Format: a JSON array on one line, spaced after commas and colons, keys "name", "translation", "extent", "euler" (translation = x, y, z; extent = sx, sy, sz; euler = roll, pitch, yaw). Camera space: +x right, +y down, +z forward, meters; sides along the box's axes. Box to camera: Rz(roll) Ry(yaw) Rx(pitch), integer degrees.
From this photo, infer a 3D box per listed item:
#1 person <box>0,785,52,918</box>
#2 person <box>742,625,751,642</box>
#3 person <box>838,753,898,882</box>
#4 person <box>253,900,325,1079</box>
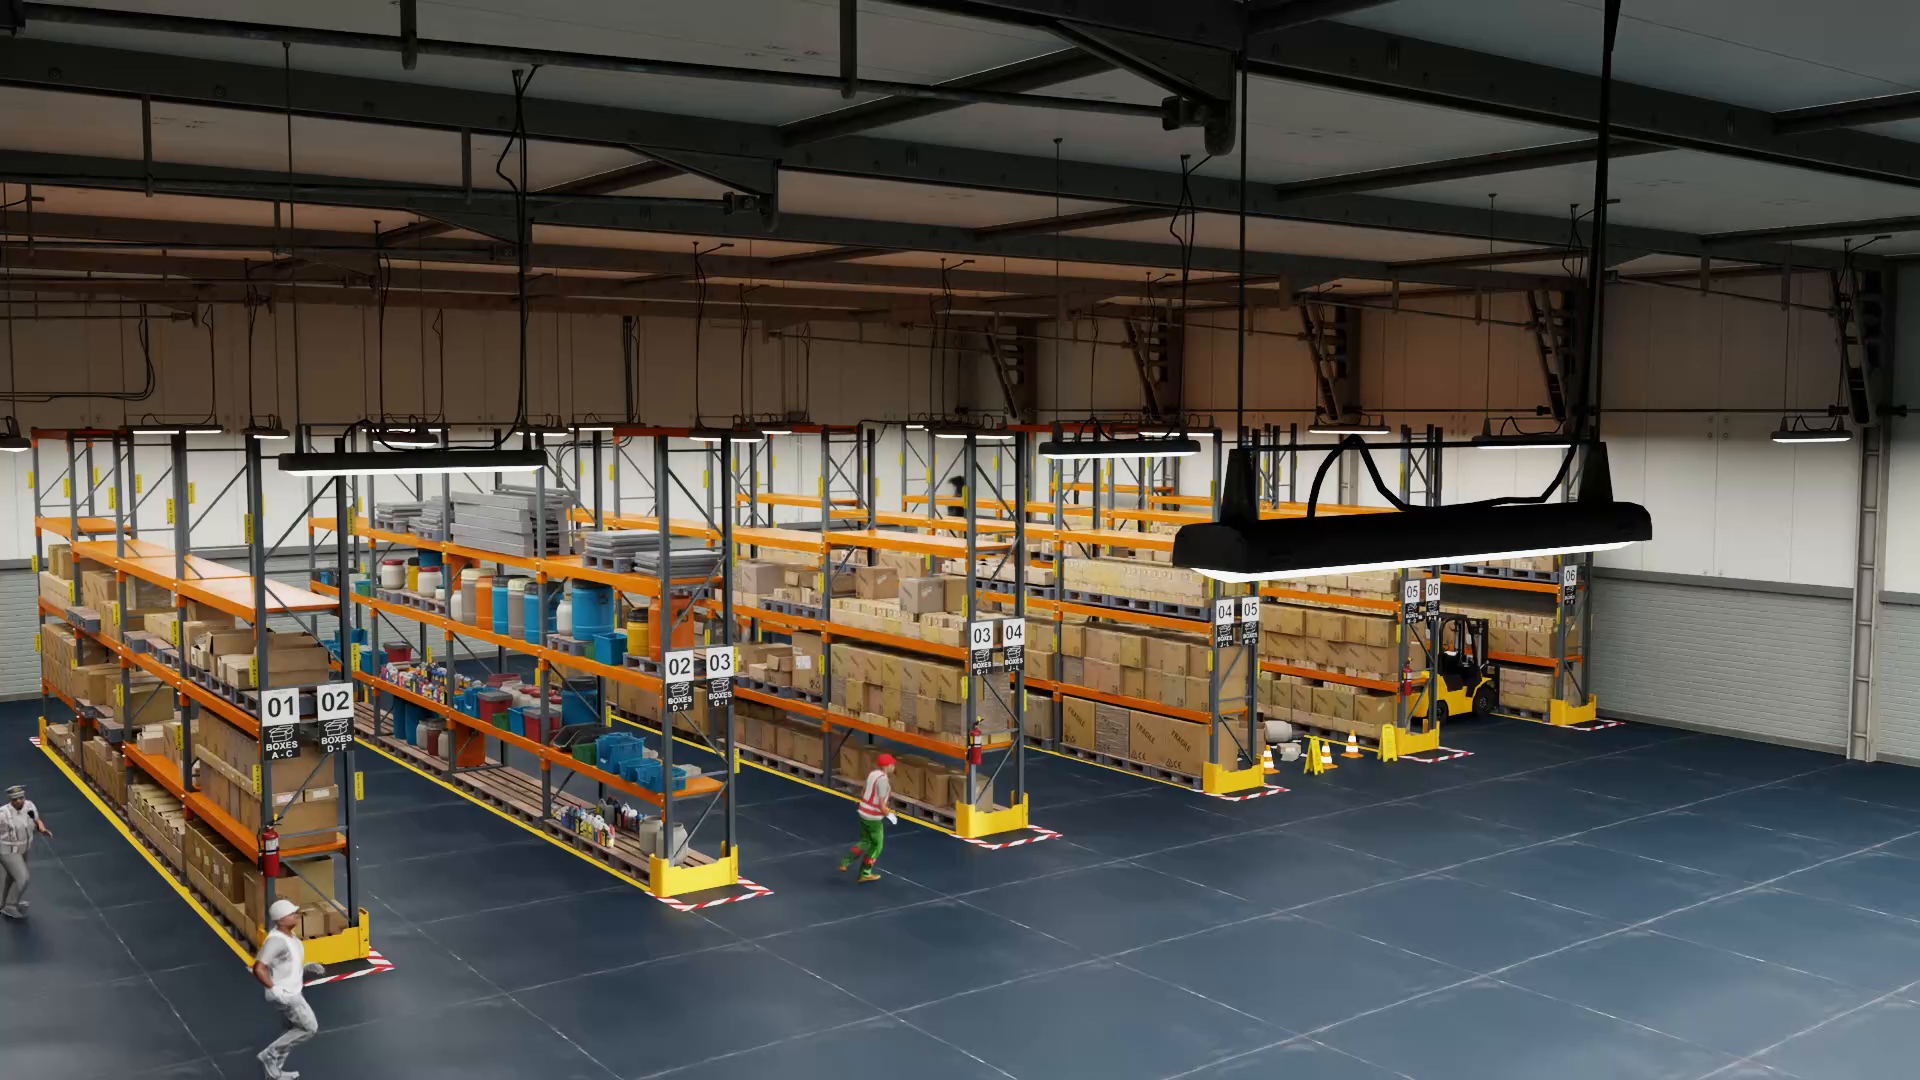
[{"name": "person", "translation": [-11.773, 3.894, 20.831], "extent": [0.838, 1.725, 0.669], "euler": [0, 4, 5]}, {"name": "person", "translation": [-5.310, 2.257, 41.780], "extent": [0.576, 1.619, 0.571], "euler": [4, 6, 42]}, {"name": "person", "translation": [-1.226, 3.725, 22.307], "extent": [0.789, 1.717, 0.641], "euler": [-2, 5, -24]}, {"name": "person", "translation": [-6.281, 4.232, 15.605], "extent": [0.588, 1.734, 0.687], "euler": [-1, 5, -15]}]
